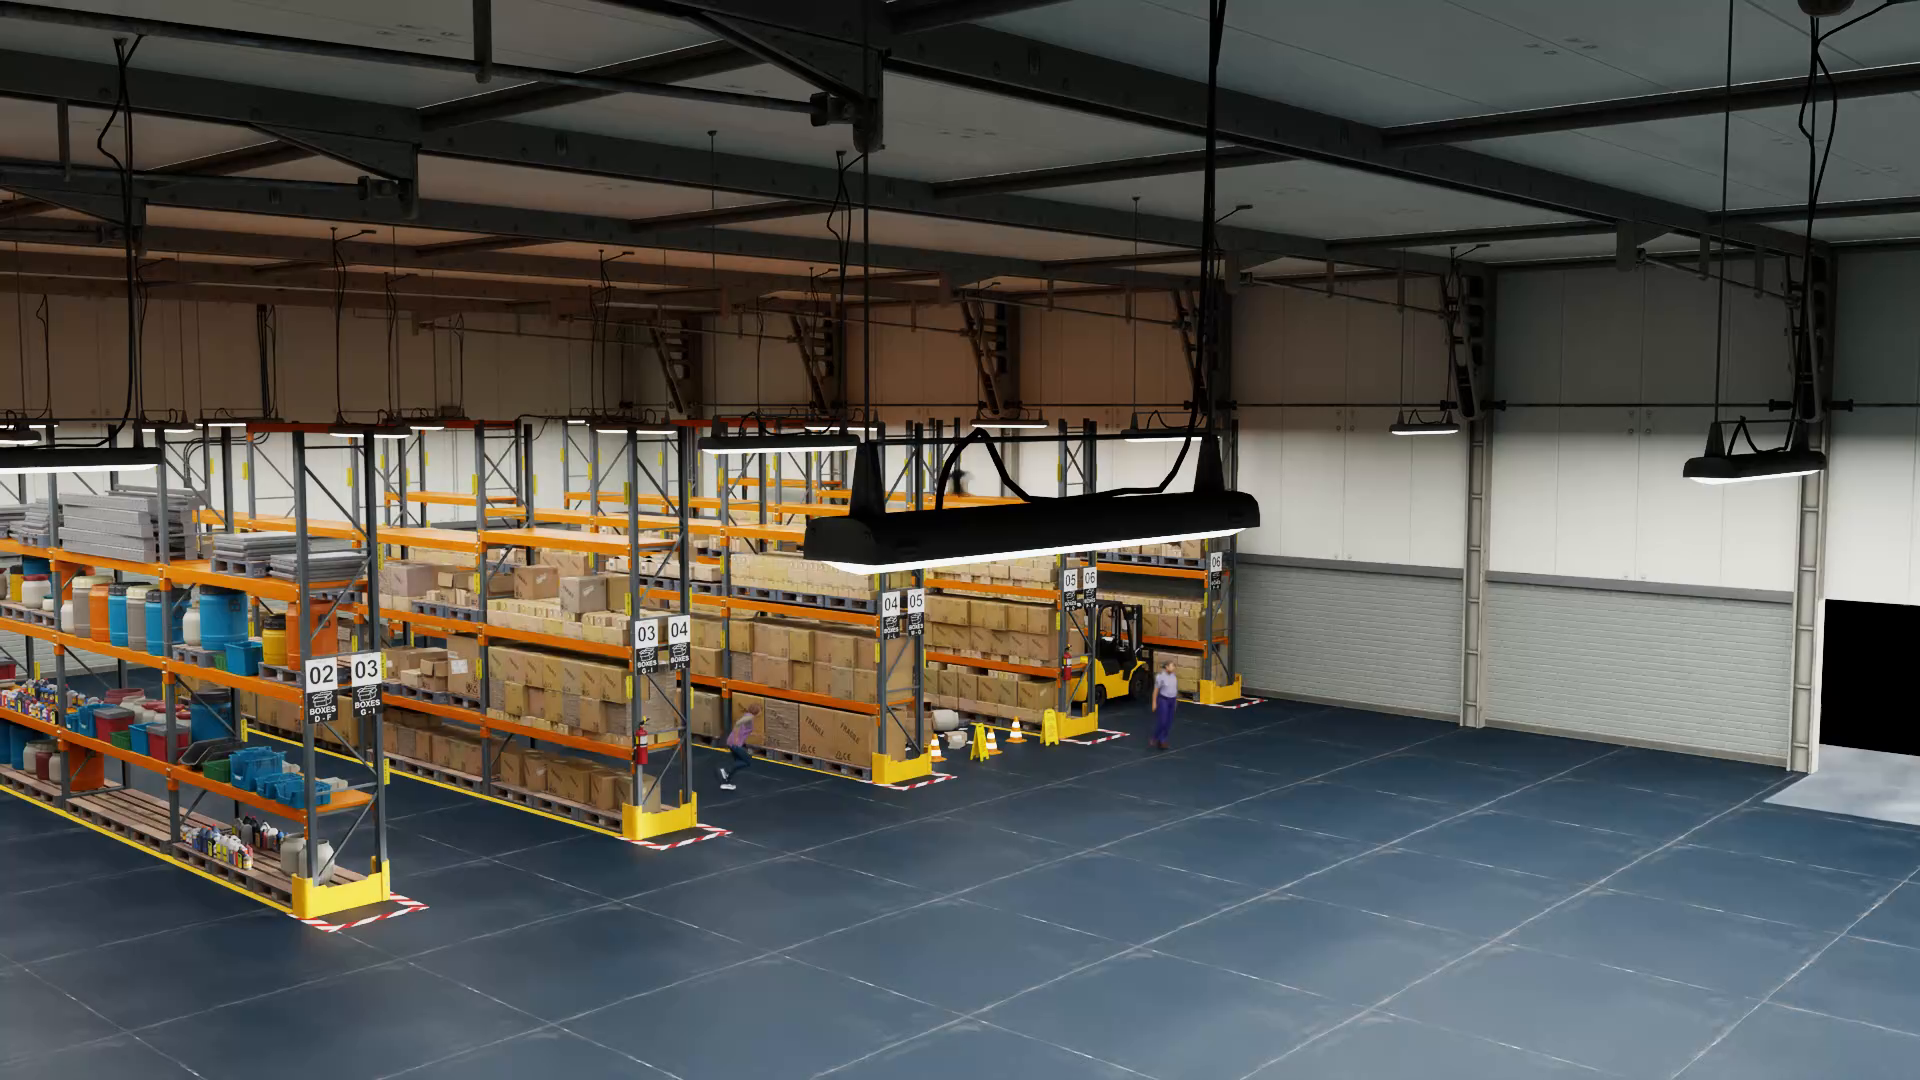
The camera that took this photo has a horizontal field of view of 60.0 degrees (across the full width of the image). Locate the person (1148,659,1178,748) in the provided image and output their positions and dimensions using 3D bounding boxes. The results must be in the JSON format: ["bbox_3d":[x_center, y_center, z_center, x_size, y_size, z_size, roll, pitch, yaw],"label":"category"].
[{"bbox_3d":[3.737,3.008,30.564,0.583,1.638,0.441,-4,6,-42],"label":"person"}]

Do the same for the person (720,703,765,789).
[{"bbox_3d":[-3.567,3.396,27.277,0.754,1.426,0.570,0,5,-6],"label":"person"}]
